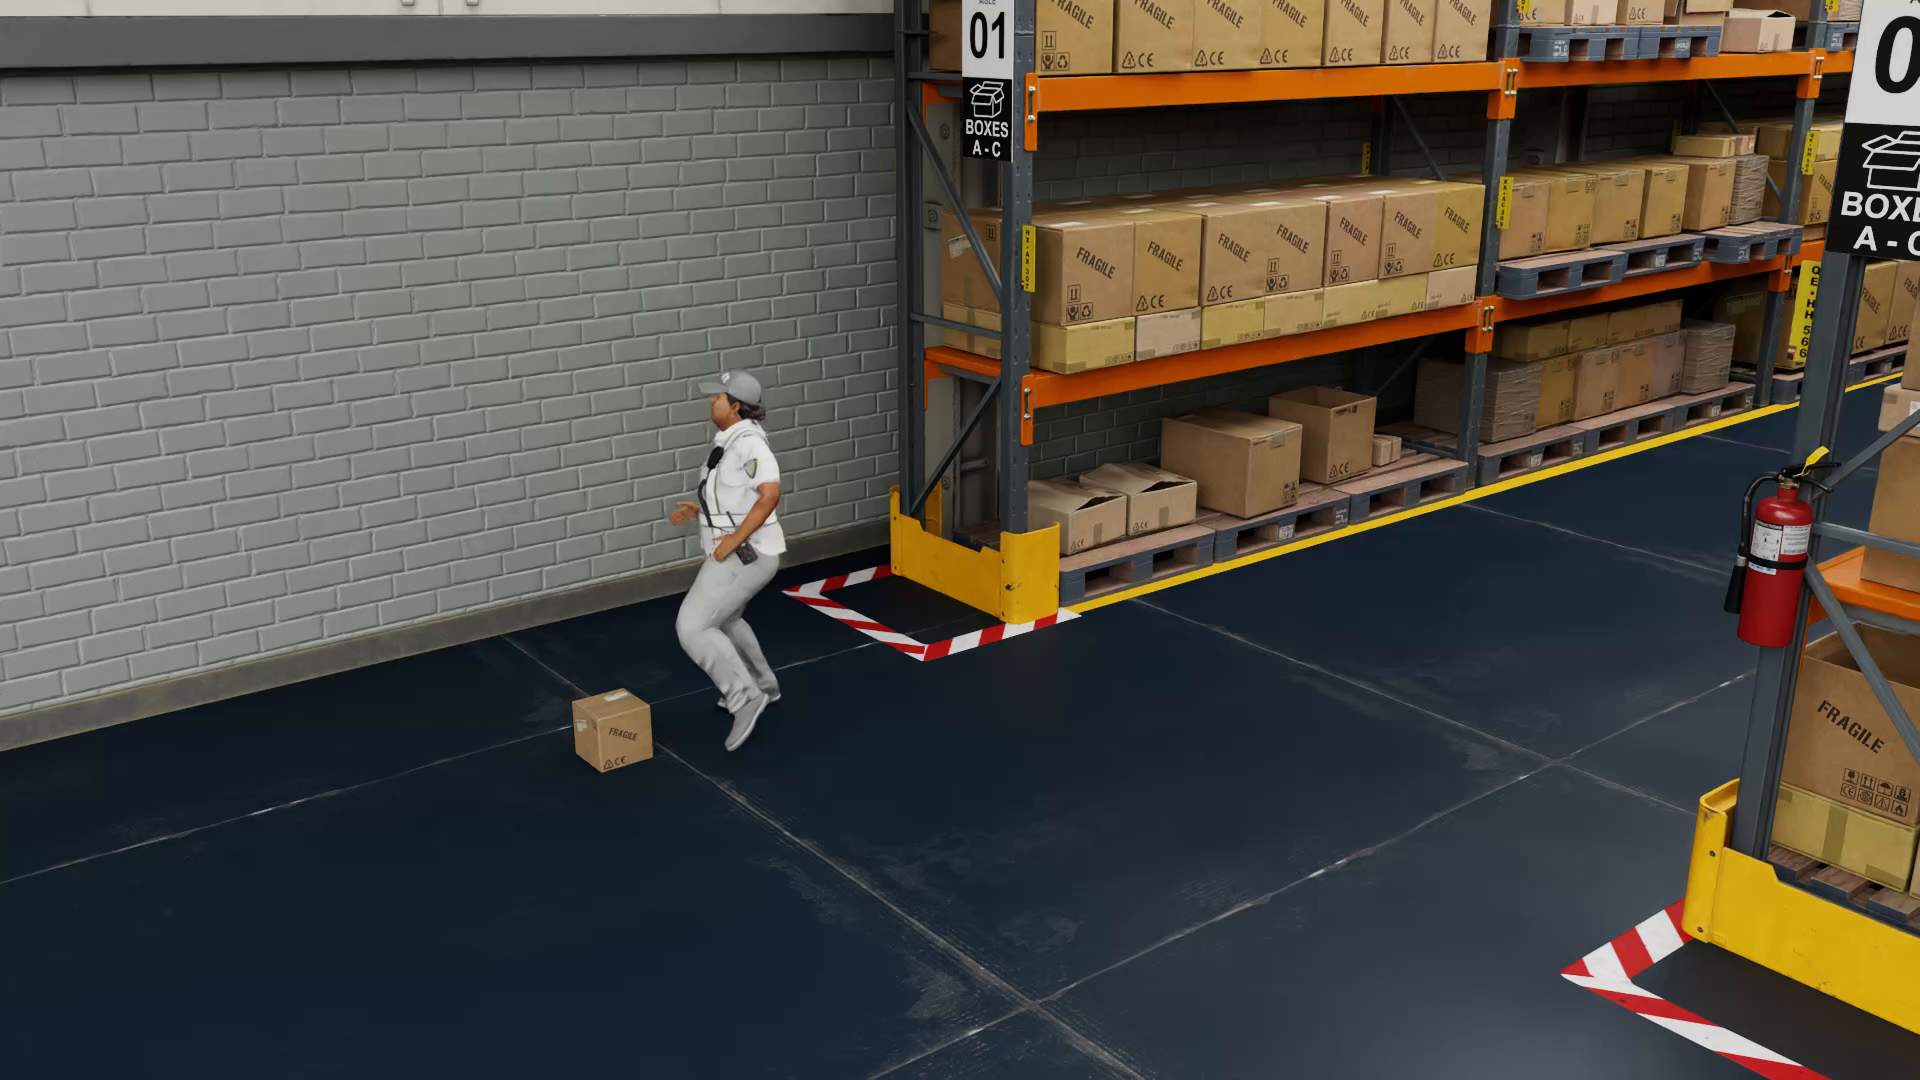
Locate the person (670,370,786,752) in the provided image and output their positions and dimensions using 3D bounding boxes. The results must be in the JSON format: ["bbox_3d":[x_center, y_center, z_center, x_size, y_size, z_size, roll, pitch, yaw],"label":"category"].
[{"bbox_3d":[-1.037,0.075,7.367,0.533,1.633,0.781,-6,19,-18],"label":"person"}]
